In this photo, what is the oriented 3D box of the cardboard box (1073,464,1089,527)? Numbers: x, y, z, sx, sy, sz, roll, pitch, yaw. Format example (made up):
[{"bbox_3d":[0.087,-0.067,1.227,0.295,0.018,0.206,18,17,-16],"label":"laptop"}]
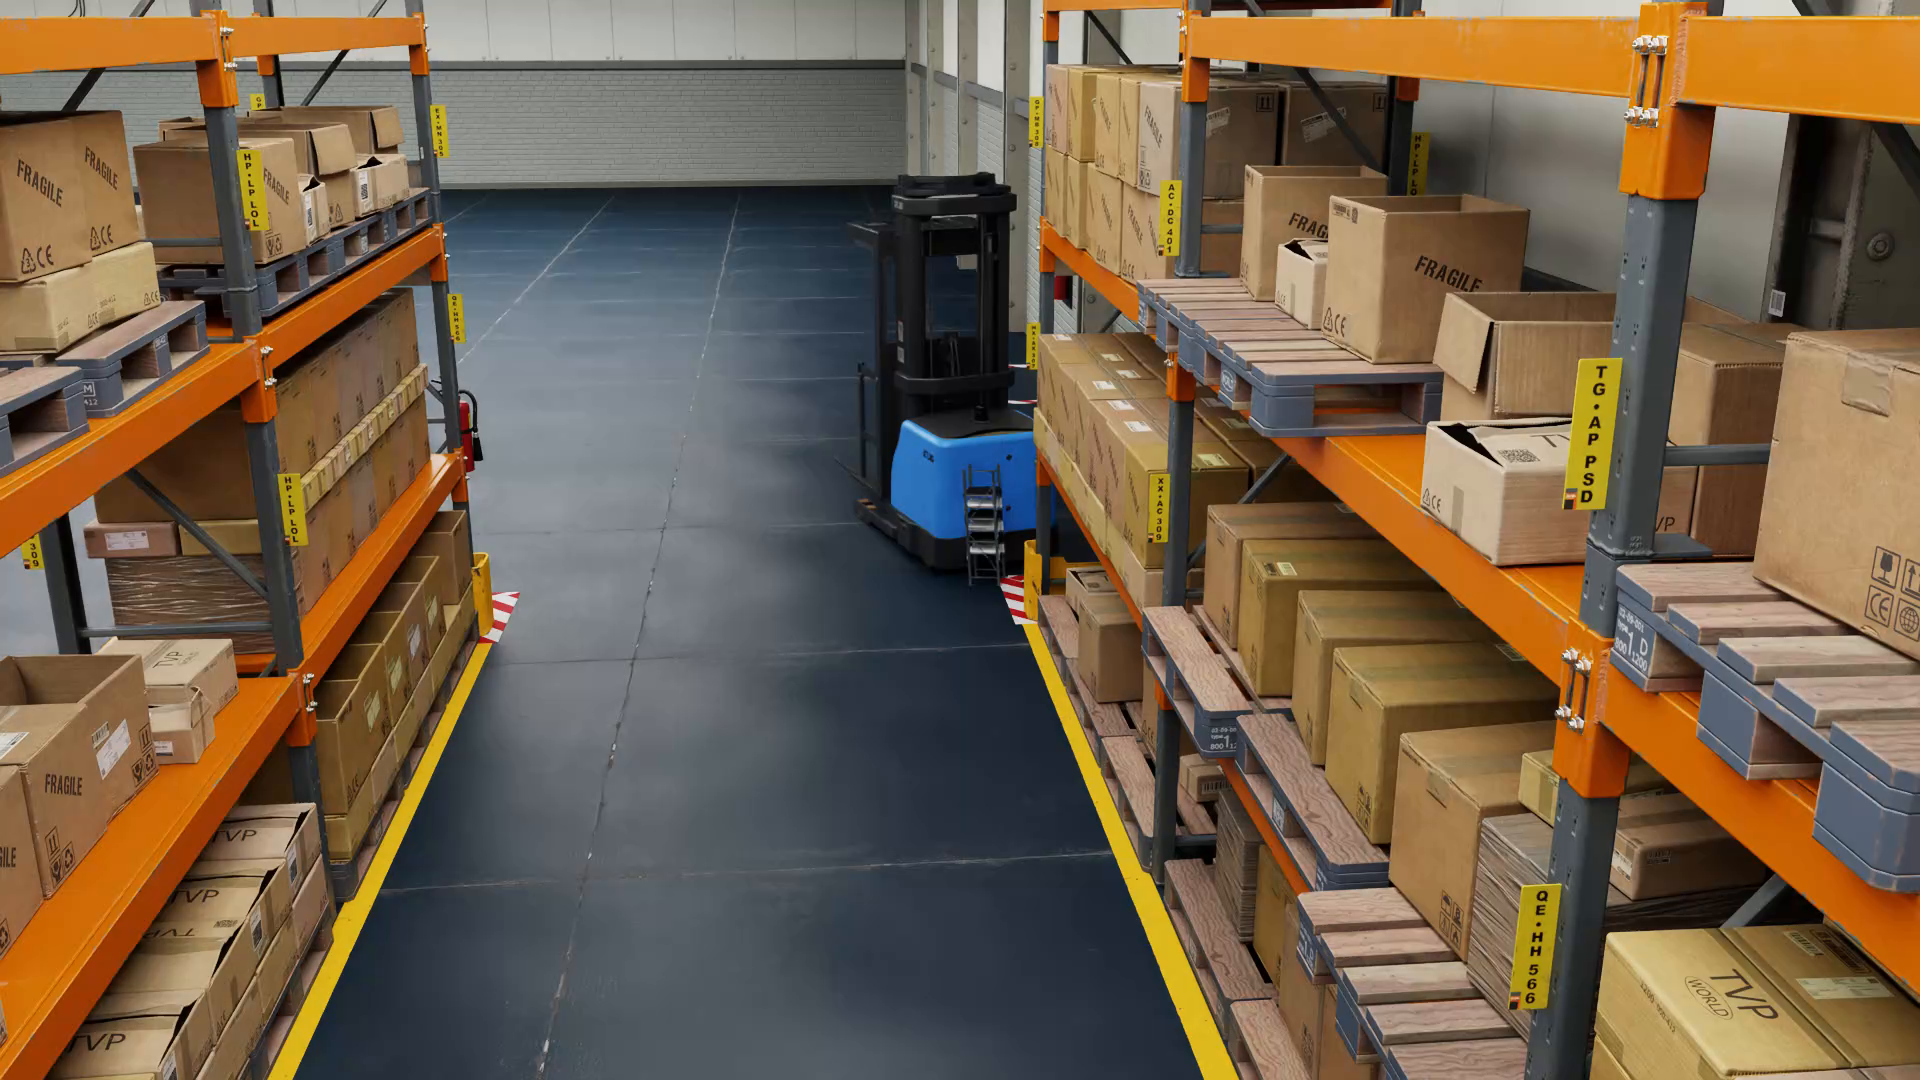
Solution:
[{"bbox_3d":[0.948,-0.269,9.742,0.500,0.250,0.500,-2,18,-5],"label":"cardboard box"}]

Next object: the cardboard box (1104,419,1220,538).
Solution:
[{"bbox_3d":[1.049,-0.327,8.675,0.500,0.500,0.500,-2,18,-6],"label":"cardboard box"}]

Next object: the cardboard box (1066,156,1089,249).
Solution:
[{"bbox_3d":[0.913,-2.008,9.858,0.500,0.500,0.500,-1,17,-3],"label":"cardboard box"}]

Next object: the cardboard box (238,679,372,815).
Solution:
[{"bbox_3d":[-3.201,1.009,8.093,0.500,0.500,0.500,-2,18,-6],"label":"cardboard box"}]

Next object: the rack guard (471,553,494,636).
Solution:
[{"bbox_3d":[-3.880,0.397,11.579,1.175,0.500,0.348,-2,18,-6],"label":"rack guard"}]

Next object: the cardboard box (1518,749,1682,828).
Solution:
[{"bbox_3d":[1.761,0.676,4.531,0.380,0.149,0.250,-5,18,-15],"label":"cardboard box"}]

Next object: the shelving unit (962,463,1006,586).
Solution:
[{"bbox_3d":[0.183,-0.115,12.515,0.258,0.900,0.210,0,17,13],"label":"shelving unit"}]

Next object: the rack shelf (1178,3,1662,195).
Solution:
[{"bbox_3d":[1.668,-1.483,5.248,1.077,0.370,4.000,-2,18,-6],"label":"rack shelf"}]

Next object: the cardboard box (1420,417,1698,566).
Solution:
[{"bbox_3d":[1.532,-0.164,4.298,0.500,0.311,0.500,-2,18,-6],"label":"cardboard box"}]

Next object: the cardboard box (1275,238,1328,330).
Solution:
[{"bbox_3d":[1.502,-0.991,6.267,0.500,0.311,0.500,-1,17,-4],"label":"cardboard box"}]

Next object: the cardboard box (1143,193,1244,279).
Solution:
[{"bbox_3d":[1.164,-1.383,7.867,0.500,0.500,0.500,-1,17,-4],"label":"cardboard box"}]

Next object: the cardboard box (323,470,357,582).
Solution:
[{"bbox_3d":[-3.626,-0.083,8.767,0.700,0.500,0.500,-2,17,-5],"label":"cardboard box"}]

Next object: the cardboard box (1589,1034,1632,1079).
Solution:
[{"bbox_3d":[1.670,1.394,3.532,0.500,0.500,0.500,-1,17,-4],"label":"cardboard box"}]

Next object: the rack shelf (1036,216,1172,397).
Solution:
[{"bbox_3d":[1.256,-1.435,9.433,1.077,0.370,4.000,-2,18,-6],"label":"rack shelf"}]

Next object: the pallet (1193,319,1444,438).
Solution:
[{"bbox_3d":[1.530,-0.597,5.875,1.213,0.211,1.003,-2,18,-6],"label":"pallet"}]

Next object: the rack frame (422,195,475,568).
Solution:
[{"bbox_3d":[-3.877,-0.789,11.182,1.000,3.000,0.127,-2,18,-6],"label":"rack frame"}]

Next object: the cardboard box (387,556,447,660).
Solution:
[{"bbox_3d":[-3.408,0.413,9.991,0.500,0.500,0.500,-2,18,-6],"label":"cardboard box"}]

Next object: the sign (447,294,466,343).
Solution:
[{"bbox_3d":[-3.336,-1.467,11.013,0.100,0.325,0.005,-2,18,-6],"label":"sign"}]

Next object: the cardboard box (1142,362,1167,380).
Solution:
[{"bbox_3d":[1.409,-0.801,10.184,0.500,0.500,0.500,-2,18,-7],"label":"cardboard box"}]

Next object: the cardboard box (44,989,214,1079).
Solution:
[{"bbox_3d":[-2.981,1.812,5.850,0.500,0.311,0.500,-2,18,-6],"label":"cardboard box"}]

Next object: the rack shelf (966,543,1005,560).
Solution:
[{"bbox_3d":[0.195,0.089,12.575,0.258,0.077,0.200,0,17,13],"label":"rack shelf"}]

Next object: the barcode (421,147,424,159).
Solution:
[{"bbox_3d":[-3.366,-2.422,10.406,0.001,0.075,0.075,-2,18,-6],"label":"barcode"}]

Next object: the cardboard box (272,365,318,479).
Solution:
[{"bbox_3d":[-3.570,-0.546,8.076,0.700,0.500,0.500,-2,18,-6],"label":"cardboard box"}]

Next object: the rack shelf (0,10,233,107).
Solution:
[{"bbox_3d":[-3.259,-1.329,4.757,1.077,0.370,4.000,-2,18,-6],"label":"rack shelf"}]

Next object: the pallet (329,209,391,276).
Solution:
[{"bbox_3d":[-3.701,-1.602,8.912,1.003,0.211,1.213,-2,18,-6],"label":"pallet"}]

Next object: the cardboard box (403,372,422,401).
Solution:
[{"bbox_3d":[-3.620,-0.960,10.477,0.380,0.149,0.250,-1,17,-4],"label":"cardboard box"}]

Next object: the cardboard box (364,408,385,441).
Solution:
[{"bbox_3d":[-3.513,-0.652,9.497,0.380,0.149,0.250,-1,17,-4],"label":"cardboard box"}]

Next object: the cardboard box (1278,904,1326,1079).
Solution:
[{"bbox_3d":[1.670,1.756,6.515,0.700,0.500,0.500,-2,17,-5],"label":"cardboard box"}]

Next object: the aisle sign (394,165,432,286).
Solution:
[{"bbox_3d":[-3.592,-2.058,10.883,0.394,0.787,0.004,-2,18,-6],"label":"aisle sign"}]

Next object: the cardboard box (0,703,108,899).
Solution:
[{"bbox_3d":[-3.296,0.891,5.665,0.500,0.500,0.500,-2,18,-6],"label":"cardboard box"}]

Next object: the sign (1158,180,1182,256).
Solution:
[{"bbox_3d":[0.923,-1.410,7.289,0.100,0.325,0.005,-2,18,-6],"label":"sign"}]

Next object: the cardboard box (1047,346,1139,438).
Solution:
[{"bbox_3d":[0.841,-0.940,10.627,0.500,0.500,0.500,-2,18,-5],"label":"cardboard box"}]

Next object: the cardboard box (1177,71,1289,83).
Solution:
[{"bbox_3d":[1.494,-2.328,9.207,0.500,0.500,0.500,-2,18,-6],"label":"cardboard box"}]

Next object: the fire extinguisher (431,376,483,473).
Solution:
[{"bbox_3d":[-3.428,-0.801,11.351,0.296,0.674,0.183,-2,18,-6],"label":"fire extinguisher"}]

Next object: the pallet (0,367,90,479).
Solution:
[{"bbox_3d":[-3.329,-0.279,4.865,1.003,0.211,1.213,-1,17,-3],"label":"pallet"}]

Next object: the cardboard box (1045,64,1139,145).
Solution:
[{"bbox_3d":[0.848,-2.786,10.666,0.500,0.500,0.500,-3,18,-10],"label":"cardboard box"}]

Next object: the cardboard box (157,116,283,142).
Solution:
[{"bbox_3d":[-3.978,-2.031,9.030,0.500,0.500,0.500,-2,18,-6],"label":"cardboard box"}]

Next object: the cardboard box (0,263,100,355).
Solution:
[{"bbox_3d":[-3.351,-0.809,5.789,0.500,0.250,0.500,-3,18,-11],"label":"cardboard box"}]

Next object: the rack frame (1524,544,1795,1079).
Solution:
[{"bbox_3d":[1.875,1.441,4.081,1.000,3.000,0.127,-2,18,-6],"label":"rack frame"}]

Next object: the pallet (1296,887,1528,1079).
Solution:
[{"bbox_3d":[1.695,1.323,4.775,1.213,0.211,1.003,-2,18,-6],"label":"pallet"}]

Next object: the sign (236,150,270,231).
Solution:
[{"bbox_3d":[-2.926,-1.445,6.874,0.100,0.325,0.005,-2,18,-6],"label":"sign"}]

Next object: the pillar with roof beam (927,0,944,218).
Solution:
[{"bbox_3d":[-4.775,-10.641,32.547,9.100,9.000,0.400,-2,18,-6],"label":"pillar with roof beam"}]

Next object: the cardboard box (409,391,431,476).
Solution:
[{"bbox_3d":[-3.842,-0.697,10.722,0.700,0.500,0.500,-2,18,-6],"label":"cardboard box"}]

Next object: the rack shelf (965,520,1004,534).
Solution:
[{"bbox_3d":[0.185,-0.083,12.524,0.258,0.077,0.200,0,17,13],"label":"rack shelf"}]

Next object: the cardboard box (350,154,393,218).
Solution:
[{"bbox_3d":[-3.439,-1.944,9.067,0.500,0.311,0.500,0,17,1],"label":"cardboard box"}]

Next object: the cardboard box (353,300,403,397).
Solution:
[{"bbox_3d":[-3.777,-1.144,9.979,0.700,0.500,0.500,-2,18,-7],"label":"cardboard box"}]

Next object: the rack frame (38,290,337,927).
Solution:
[{"bbox_3d":[-3.465,0.403,7.386,1.000,3.000,0.127,-2,18,-6],"label":"rack frame"}]

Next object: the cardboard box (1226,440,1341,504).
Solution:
[{"bbox_3d":[1.621,-0.193,8.250,0.500,0.500,0.500,-2,18,-7],"label":"cardboard box"}]

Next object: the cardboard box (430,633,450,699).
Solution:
[{"bbox_3d":[-3.411,0.771,10.103,0.500,0.250,0.500,-2,18,-6],"label":"cardboard box"}]

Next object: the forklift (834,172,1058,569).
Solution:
[{"bbox_3d":[-0.267,-1.574,13.799,1.130,2.935,3.031,-7,19,-22],"label":"forklift"}]

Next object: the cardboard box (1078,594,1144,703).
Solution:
[{"bbox_3d":[1.116,0.639,10.073,0.700,0.500,0.500,-3,18,-9],"label":"cardboard box"}]

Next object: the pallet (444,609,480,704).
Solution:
[{"bbox_3d":[-3.757,0.768,10.878,1.003,0.211,1.213,-2,18,-6],"label":"pallet"}]

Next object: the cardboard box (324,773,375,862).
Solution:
[{"bbox_3d":[-3.211,1.367,8.204,0.500,0.250,0.500,-2,18,-6],"label":"cardboard box"}]

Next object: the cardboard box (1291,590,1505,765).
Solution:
[{"bbox_3d":[1.630,0.506,6.157,0.700,0.500,0.500,1,17,2],"label":"cardboard box"}]

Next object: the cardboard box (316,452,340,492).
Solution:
[{"bbox_3d":[-3.406,-0.345,8.517,0.380,0.149,0.250,-2,18,-7],"label":"cardboard box"}]

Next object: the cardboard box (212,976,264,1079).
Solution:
[{"bbox_3d":[-3.030,1.932,6.404,0.500,0.250,0.500,-1,17,-4],"label":"cardboard box"}]

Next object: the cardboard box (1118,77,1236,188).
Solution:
[{"bbox_3d":[1.073,-2.021,8.230,0.500,0.500,0.500,-1,17,-3],"label":"cardboard box"}]
